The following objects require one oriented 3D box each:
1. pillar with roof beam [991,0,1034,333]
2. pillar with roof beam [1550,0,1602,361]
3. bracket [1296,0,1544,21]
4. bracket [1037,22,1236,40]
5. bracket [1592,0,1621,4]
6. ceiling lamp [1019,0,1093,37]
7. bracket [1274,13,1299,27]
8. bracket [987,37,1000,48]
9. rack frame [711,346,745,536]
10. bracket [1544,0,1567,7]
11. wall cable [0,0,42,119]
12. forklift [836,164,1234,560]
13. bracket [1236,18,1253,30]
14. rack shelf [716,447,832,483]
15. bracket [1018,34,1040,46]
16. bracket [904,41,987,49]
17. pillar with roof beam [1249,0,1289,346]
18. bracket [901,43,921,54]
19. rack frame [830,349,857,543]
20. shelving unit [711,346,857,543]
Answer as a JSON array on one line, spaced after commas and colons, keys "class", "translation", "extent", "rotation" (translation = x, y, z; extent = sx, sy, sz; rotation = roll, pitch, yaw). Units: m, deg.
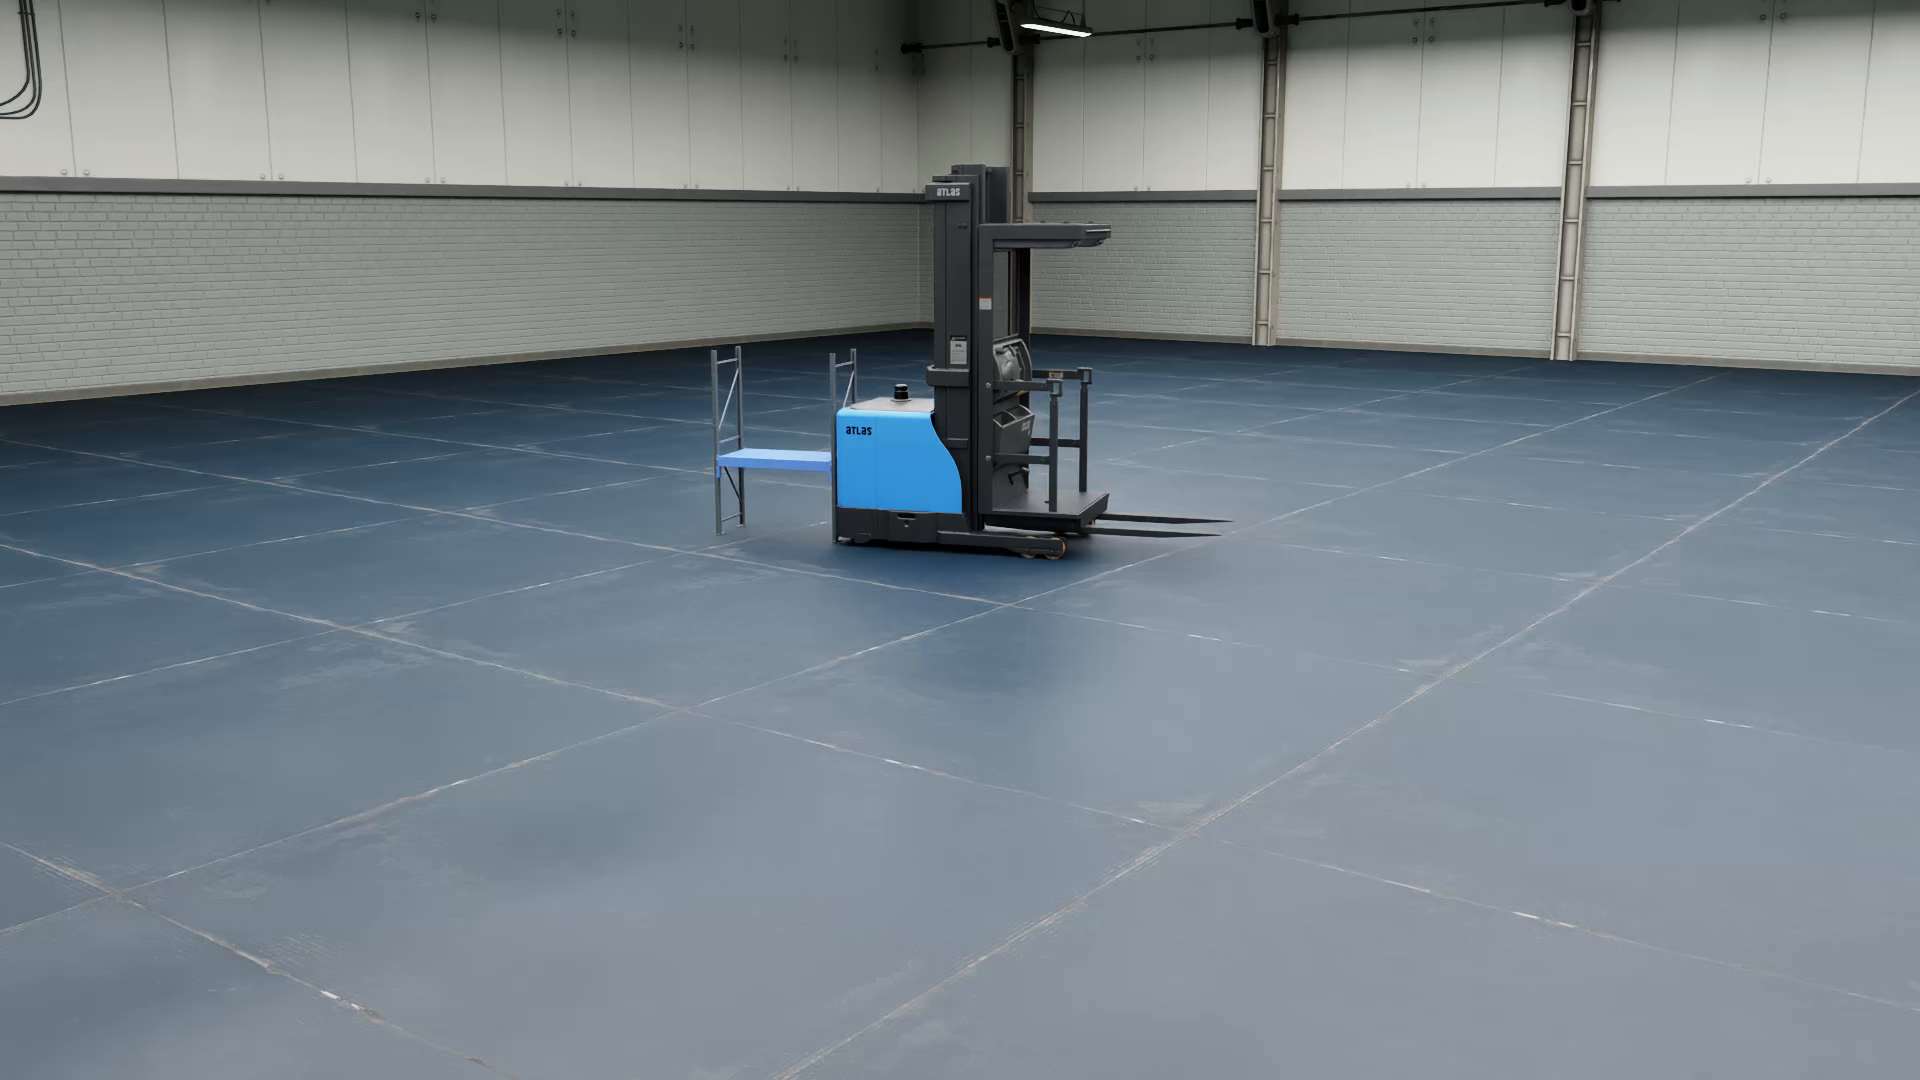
[{"class": "pillar with roof beam", "translation": [-1.186, -8.407, 33.110], "extent": [0.548, 9.000, 9.100], "rotation": [8, 13, 36]}, {"class": "pillar with roof beam", "translation": [8.486, -7.058, 26.137], "extent": [0.548, 9.000, 9.100], "rotation": [8, 13, 36]}, {"class": "bracket", "translation": [8.399, -9.768, 30.669], "extent": [4.783, 0.066, 0.076], "rotation": [8, 13, 36]}, {"class": "bracket", "translation": [3.563, -10.443, 34.156], "extent": [4.783, 0.066, 0.076], "rotation": [8, 13, 36]}, {"class": "bracket", "translation": [11.158, -9.383, 28.679], "extent": [0.430, 0.232, 0.235], "rotation": [8, 13, 36]}, {"class": "ceiling lamp", "translation": [1.540, -10.738, 29.792], "extent": [0.800, 3.185, 2.000], "rotation": [8, 13, 36]}, {"class": "bracket", "translation": [6.322, -10.058, 32.166], "extent": [0.430, 0.232, 0.235], "rotation": [8, 13, 36]}, {"class": "bracket", "translation": [0.817, -10.826, 36.135], "extent": [0.430, 0.232, 0.235], "rotation": [8, 13, 36]}, {"class": "rack frame", "translation": [-1.897, -0.818, 13.627], "extent": [0.032, 1.500, 0.500], "rotation": [3, 11, 17]}, {"class": "bracket", "translation": [10.489, -9.477, 29.162], "extent": [0.430, 0.232, 0.235], "rotation": [8, 13, 36]}, {"class": "wall cable", "translation": [-13.243, -7.899, 21.529], "extent": [0.169, 6.003, 2.305], "rotation": [8, 13, 36]}, {"class": "forklift", "translation": [0.595, -1.404, 12.885], "extent": [3.031, 2.935, 1.130], "rotation": [3, 11, 17]}, {"class": "bracket", "translation": [5.653, -10.151, 32.649], "extent": [0.430, 0.232, 0.235], "rotation": [8, 13, 36]}, {"class": "rack shelf", "translation": [-1.412, -0.613, 13.512], "extent": [1.000, 0.185, 0.538], "rotation": [3, 11, 17]}, {"class": "bracket", "translation": [1.486, -10.732, 35.653], "extent": [0.430, 0.232, 0.235], "rotation": [8, 13, 36]}, {"class": "bracket", "translation": [-0.617, -11.026, 37.169], "extent": [3.189, 0.066, 0.076], "rotation": [8, 13, 36]}, {"class": "pillar with roof beam", "translation": [3.650, -7.732, 29.624], "extent": [0.548, 9.000, 9.100], "rotation": [8, 13, 36]}, {"class": "bracket", "translation": [-1.093, -11.092, 37.513], "extent": [0.430, 0.232, 0.235], "rotation": [8, 13, 36]}, {"class": "rack frame", "translation": [-0.927, -0.760, 13.328], "extent": [0.032, 1.500, 0.500], "rotation": [3, 11, 17]}, {"class": "shelving unit", "translation": [-1.412, -0.789, 13.478], "extent": [1.048, 1.500, 0.538], "rotation": [3, 11, 17]}]
